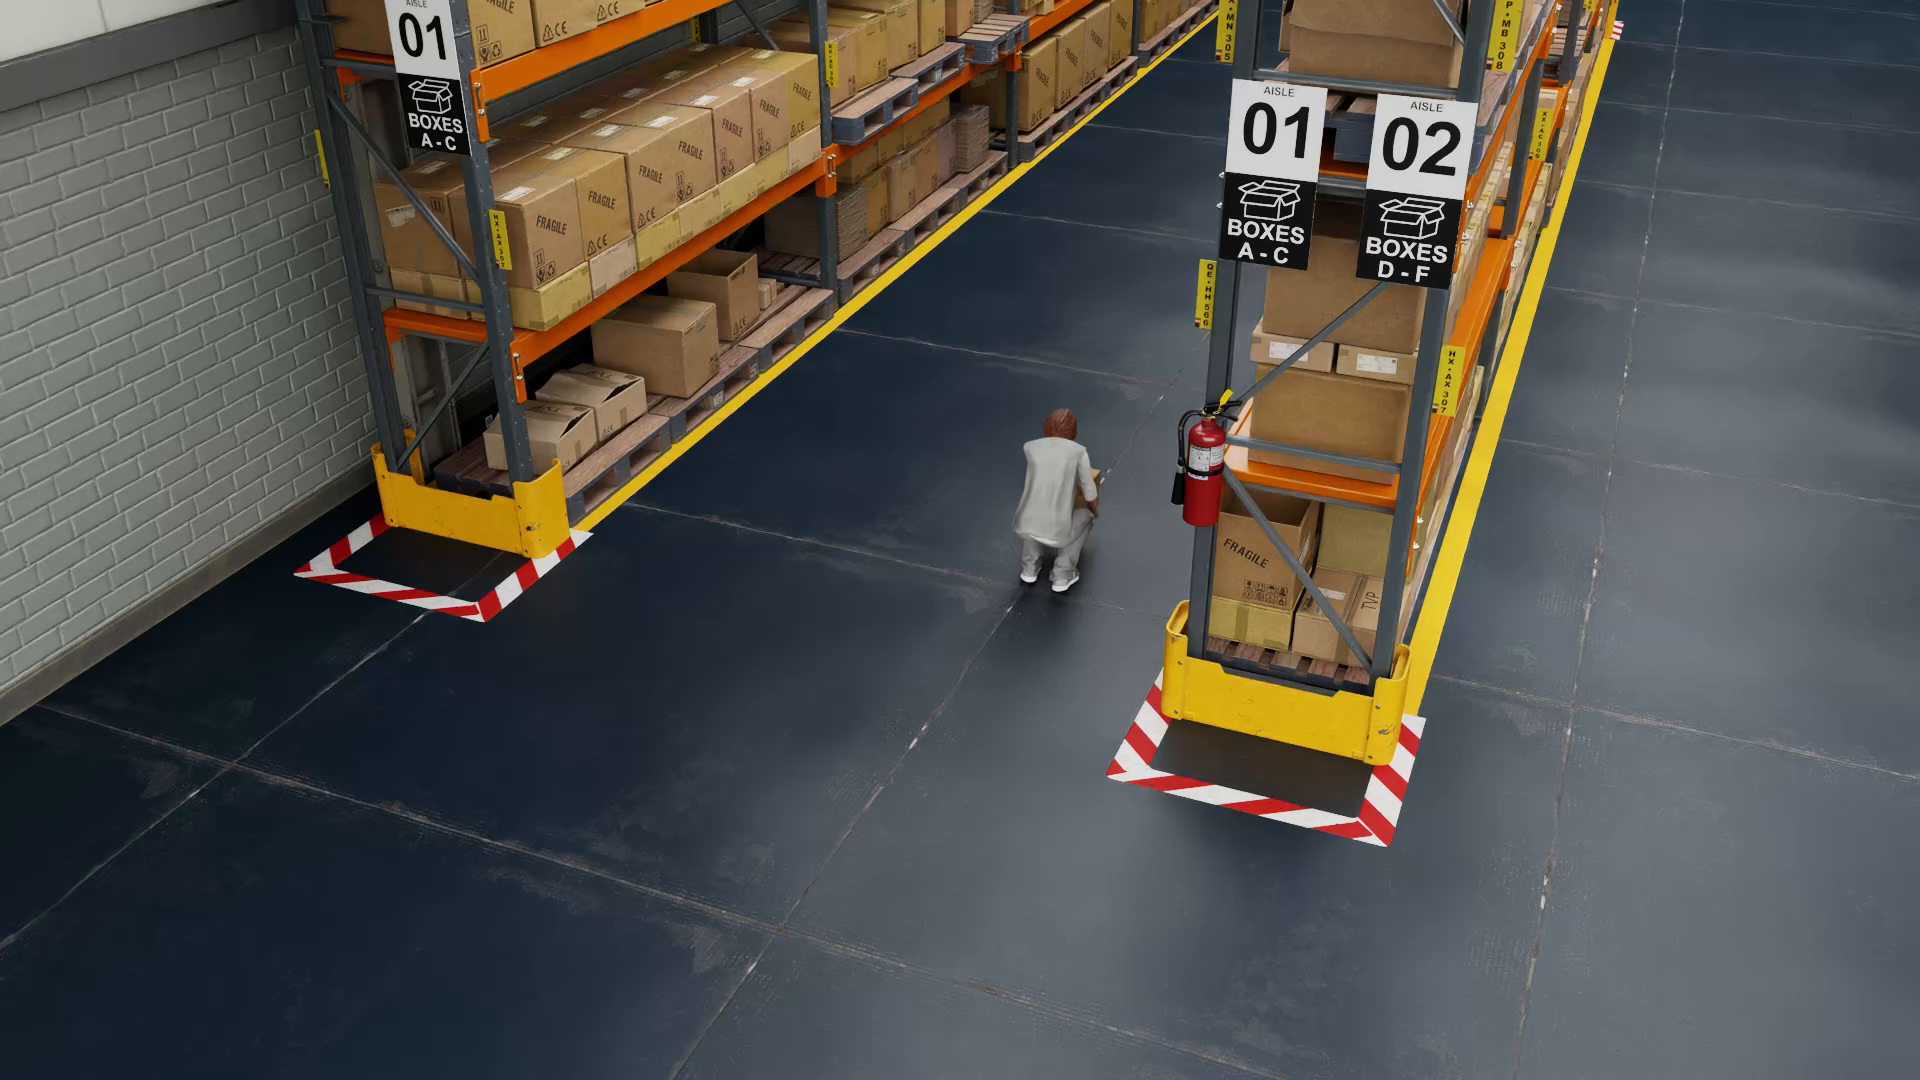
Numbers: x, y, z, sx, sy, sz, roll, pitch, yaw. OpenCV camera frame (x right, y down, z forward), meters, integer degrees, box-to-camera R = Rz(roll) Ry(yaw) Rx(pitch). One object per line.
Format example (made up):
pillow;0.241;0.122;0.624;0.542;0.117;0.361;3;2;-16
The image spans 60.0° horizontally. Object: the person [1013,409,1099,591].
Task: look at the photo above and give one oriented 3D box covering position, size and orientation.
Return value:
person;0.546;-0.224;9.476;0.423;0.913;0.821;11;32;18
